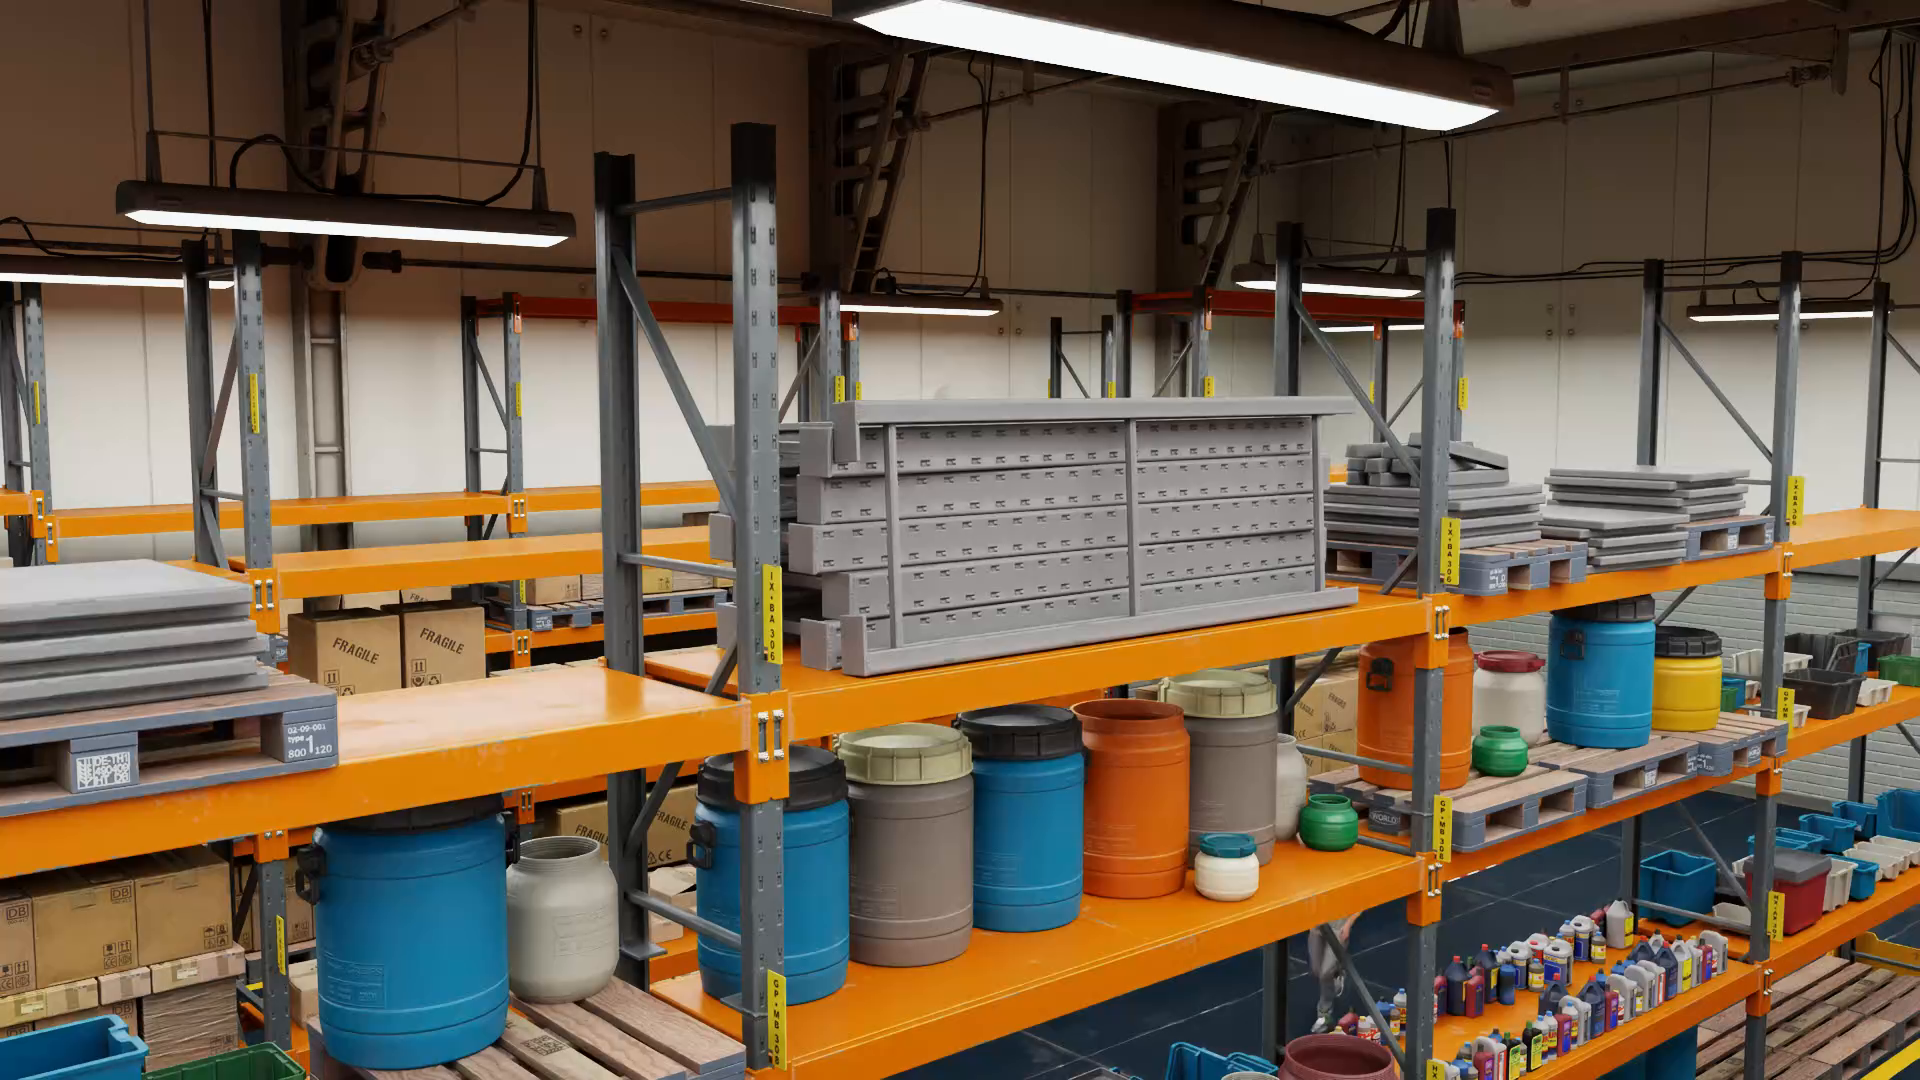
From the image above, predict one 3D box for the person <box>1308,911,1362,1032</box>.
[{"bbox_3d":[3.010,3.132,13.391,0.524,1.561,0.694,4,7,37],"label":"person"}]
